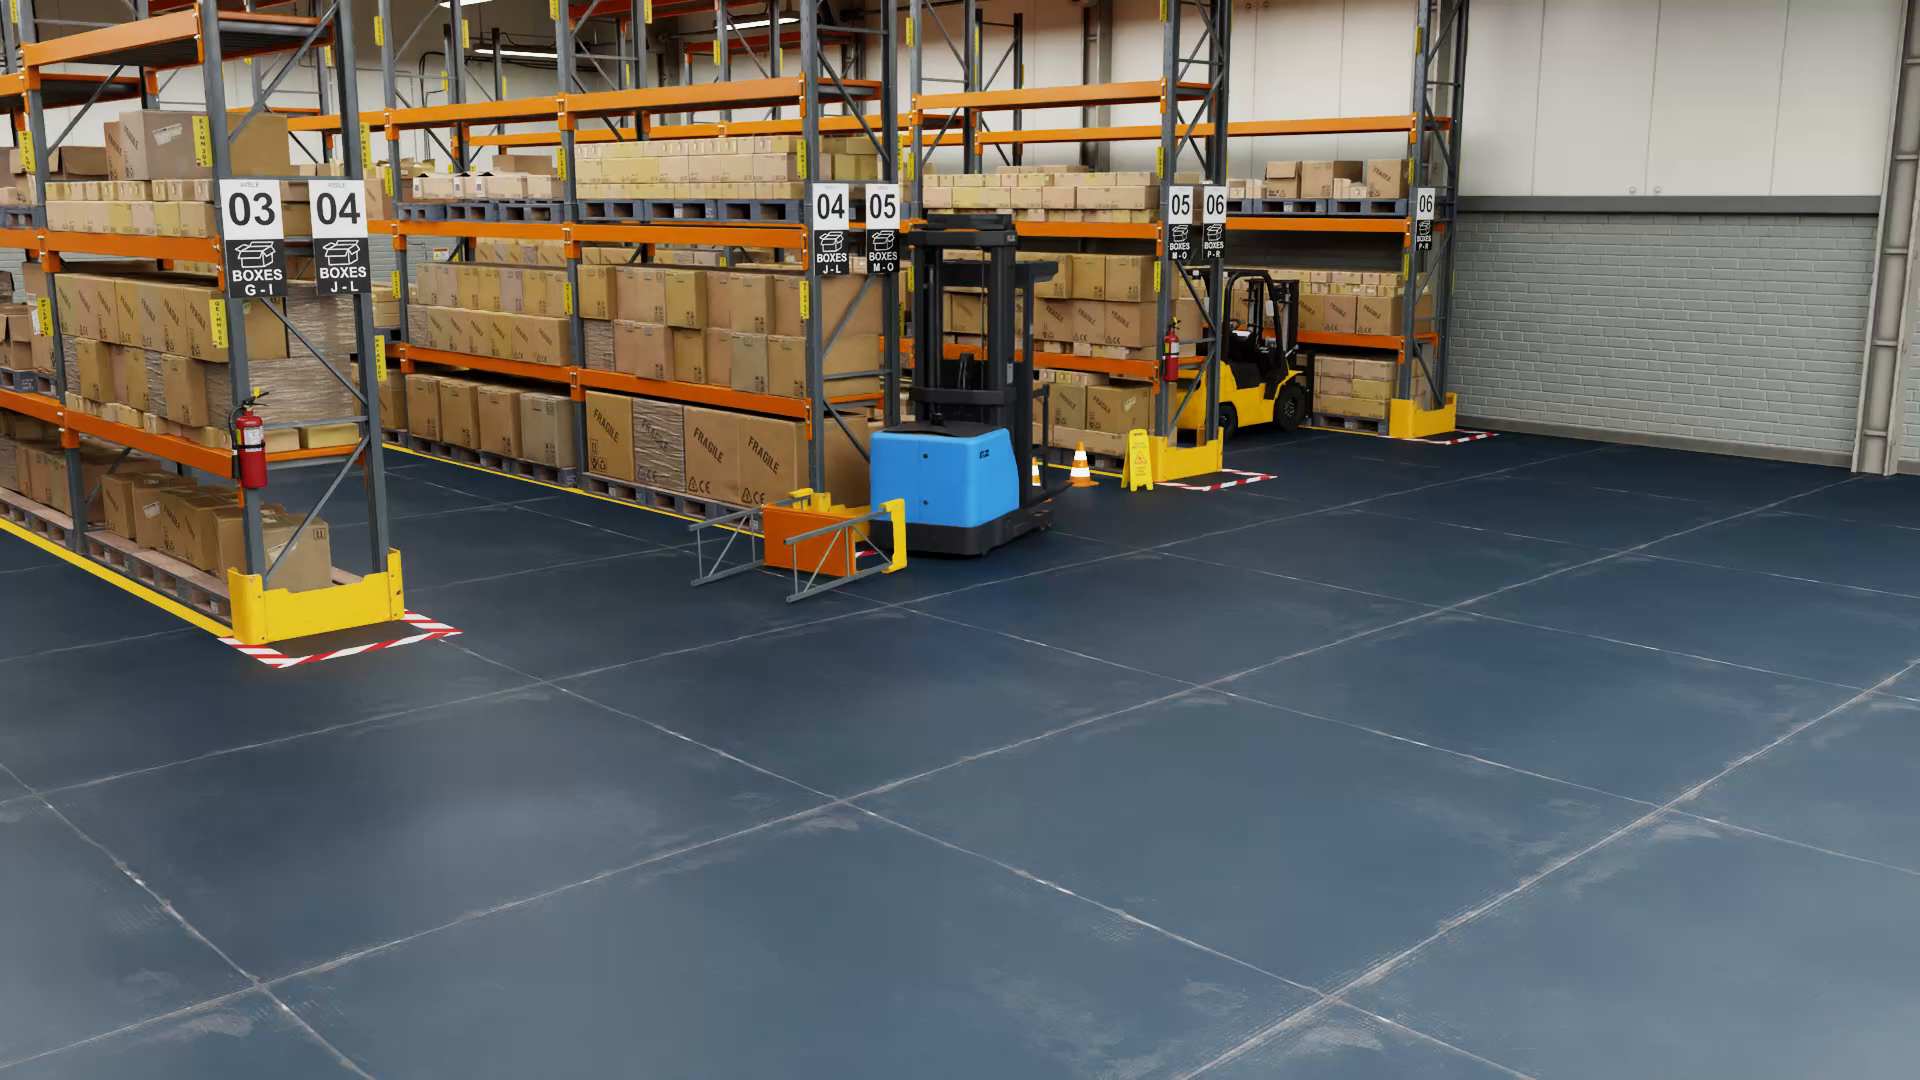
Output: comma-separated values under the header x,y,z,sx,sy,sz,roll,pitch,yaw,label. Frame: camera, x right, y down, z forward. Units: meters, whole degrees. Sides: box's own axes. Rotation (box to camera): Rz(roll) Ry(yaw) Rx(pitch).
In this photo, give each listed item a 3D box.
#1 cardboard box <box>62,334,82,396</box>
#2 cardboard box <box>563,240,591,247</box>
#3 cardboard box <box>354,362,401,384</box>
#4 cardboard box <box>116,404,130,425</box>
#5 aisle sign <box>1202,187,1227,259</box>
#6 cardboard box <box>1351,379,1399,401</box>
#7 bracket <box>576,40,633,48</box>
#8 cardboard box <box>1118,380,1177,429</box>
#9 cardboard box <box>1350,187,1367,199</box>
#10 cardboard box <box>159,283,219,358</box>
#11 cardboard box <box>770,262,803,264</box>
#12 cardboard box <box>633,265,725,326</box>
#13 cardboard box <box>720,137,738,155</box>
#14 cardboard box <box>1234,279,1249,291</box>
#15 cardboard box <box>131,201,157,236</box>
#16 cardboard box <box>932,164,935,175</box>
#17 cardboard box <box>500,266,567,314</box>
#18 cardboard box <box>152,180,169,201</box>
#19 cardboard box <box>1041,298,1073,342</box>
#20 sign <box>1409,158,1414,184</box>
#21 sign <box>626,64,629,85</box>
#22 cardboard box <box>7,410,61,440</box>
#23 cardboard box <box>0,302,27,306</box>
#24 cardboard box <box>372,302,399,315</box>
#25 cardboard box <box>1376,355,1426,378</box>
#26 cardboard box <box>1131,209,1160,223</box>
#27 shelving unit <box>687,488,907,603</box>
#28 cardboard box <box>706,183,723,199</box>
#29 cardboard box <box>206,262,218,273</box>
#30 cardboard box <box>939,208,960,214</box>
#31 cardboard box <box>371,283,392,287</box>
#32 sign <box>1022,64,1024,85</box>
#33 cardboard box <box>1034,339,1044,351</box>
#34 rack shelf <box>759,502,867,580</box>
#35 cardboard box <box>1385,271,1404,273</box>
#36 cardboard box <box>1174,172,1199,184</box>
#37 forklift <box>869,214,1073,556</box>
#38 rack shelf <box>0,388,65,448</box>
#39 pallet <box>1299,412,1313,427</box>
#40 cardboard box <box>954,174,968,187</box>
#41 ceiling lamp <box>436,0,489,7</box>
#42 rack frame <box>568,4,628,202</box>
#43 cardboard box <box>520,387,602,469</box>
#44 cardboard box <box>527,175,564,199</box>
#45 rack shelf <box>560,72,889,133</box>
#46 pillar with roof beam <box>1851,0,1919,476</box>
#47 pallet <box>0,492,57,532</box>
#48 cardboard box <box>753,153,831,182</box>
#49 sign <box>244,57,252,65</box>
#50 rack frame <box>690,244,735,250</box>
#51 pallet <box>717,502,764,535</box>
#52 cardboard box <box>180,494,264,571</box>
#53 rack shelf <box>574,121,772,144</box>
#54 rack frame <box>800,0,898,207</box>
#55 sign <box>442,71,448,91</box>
x,y,z,sx,sy,sz,roll,pitch,yaw,label
-7.113,-1.525,14.232,0.875,0.500,0.500,-11,16,-43,cardboard box
-6.179,-4.810,26.829,0.380,0.149,0.250,-11,16,-44,cardboard box
-7.503,-2.149,21.541,0.500,0.250,0.500,-11,16,-42,cardboard box
-6.567,-1.029,13.433,0.380,0.149,0.250,-11,16,-43,cardboard box
2.818,-3.509,18.405,0.394,0.787,0.004,-11,16,-43,aisle sign
5.576,-2.025,22.180,0.500,0.250,0.500,-11,16,-43,cardboard box
-8.594,-10.868,36.780,0.076,0.066,5.218,-11,16,-43,bracket
2.177,-1.587,19.436,0.500,0.500,0.500,11,16,43,cardboard box
5.347,-4.573,21.913,0.250,0.149,0.380,11,16,44,cardboard box
-5.525,-1.623,12.231,0.500,0.500,0.500,-11,16,-43,cardboard box
-2.459,-3.742,23.952,0.500,0.500,0.500,11,16,43,cardboard box
-2.754,-2.462,16.720,0.875,0.550,0.550,-11,16,-43,cardboard box
-1.966,-3.602,15.223,0.380,0.149,0.250,-11,16,-42,cardboard box
4.083,-3.604,23.456,0.380,0.149,0.250,-11,16,-43,cardboard box
-5.828,-2.400,12.401,0.500,0.250,0.500,-10,16,-41,cardboard box
-0.677,-4.844,21.986,0.500,0.250,0.500,-11,16,-44,cardboard box
-4.774,-2.840,18.874,0.700,0.500,0.500,-11,16,-42,cardboard box
-5.588,-2.521,12.002,0.380,0.149,0.250,-11,16,-42,cardboard box
1.291,-2.584,19.374,0.500,0.500,0.500,-11,16,-43,cardboard box
5.736,-4.684,21.121,0.100,0.325,0.005,-11,16,-43,sign
-5.352,-7.465,26.670,0.100,0.325,0.005,-11,16,-43,sign
-9.283,-1.177,16.775,0.500,0.250,0.500,-9,14,-36,cardboard box
-9.739,-2.169,17.058,0.500,0.500,0.500,9,15,38,cardboard box
-7.155,-2.901,20.744,0.380,0.149,0.250,-10,16,-41,cardboard box
5.943,-2.339,22.464,0.500,0.250,0.500,-11,16,-43,cardboard box
2.102,-3.561,18.288,0.380,0.149,0.250,-11,16,-42,cardboard box
-1.328,0.037,13.678,1.083,0.587,1.500,7,16,34,shelving unit
-2.137,-3.248,15.480,0.380,0.149,0.250,-11,16,-43,cardboard box
-10.840,-4.188,24.682,0.500,0.500,0.500,11,16,43,cardboard box
-0.035,-4.005,20.446,0.380,0.149,0.250,-11,16,-42,cardboard box
-7.572,-3.325,22.060,0.380,0.149,0.250,-10,15,-41,cardboard box
1.013,-7.612,27.191,0.100,0.325,0.005,-11,16,-43,sign
1.096,-2.329,19.743,0.380,0.149,0.250,-11,16,-43,cardboard box
-1.218,0.002,13.816,1.000,0.538,0.185,7,16,34,rack shelf
5.923,-3.532,22.369,0.380,0.149,0.250,-10,15,-41,cardboard box
2.453,-4.018,18.534,0.380,0.149,0.250,-11,16,-43,cardboard box
0.249,-1.552,15.520,1.130,2.935,3.031,5,13,23,forklift
-8.760,-1.344,16.122,1.077,0.370,4.000,-11,16,-43,rack shelf
4.742,-1.812,23.521,1.003,0.211,1.213,-11,16,-43,pallet
0.147,-4.357,20.176,0.250,0.149,0.380,11,16,43,cardboard box
-6.739,-9.324,23.740,0.800,3.185,2.000,-11,16,-43,ceiling lamp
-5.736,-6.891,26.397,1.000,3.000,0.127,-11,16,-43,rack frame
-4.215,-1.263,18.479,1.050,0.750,0.750,-11,16,-43,cardboard box
-4.325,-3.812,17.968,0.500,0.250,0.500,-11,16,-42,cardboard box
-2.341,-4.179,16.006,1.077,0.370,4.000,-11,16,-43,rack shelf
7.339,-4.584,15.197,9.100,9.000,0.400,-11,16,-43,pillar with roof beam
-8.764,-0.330,16.329,1.003,0.211,1.213,-11,16,-43,pallet
-1.499,-3.325,14.870,0.500,0.250,0.500,-11,16,-42,cardboard box
-9.652,-6.610,22.521,0.100,0.325,0.005,-11,16,-43,sign
-4.911,-5.229,33.196,1.000,3.000,0.127,-11,16,-43,rack frame
-1.568,-0.237,15.877,1.003,0.211,1.213,-11,16,-43,pallet
-5.892,-0.072,13.319,0.500,0.500,0.500,-9,15,-37,cardboard box
-4.355,-6.051,25.093,1.077,0.370,4.000,-11,16,-43,rack shelf
-0.959,-4.435,14.477,1.000,3.000,0.127,-11,16,-43,rack frame
-8.904,-7.933,28.749,0.100,0.325,0.005,-11,16,-43,sign
